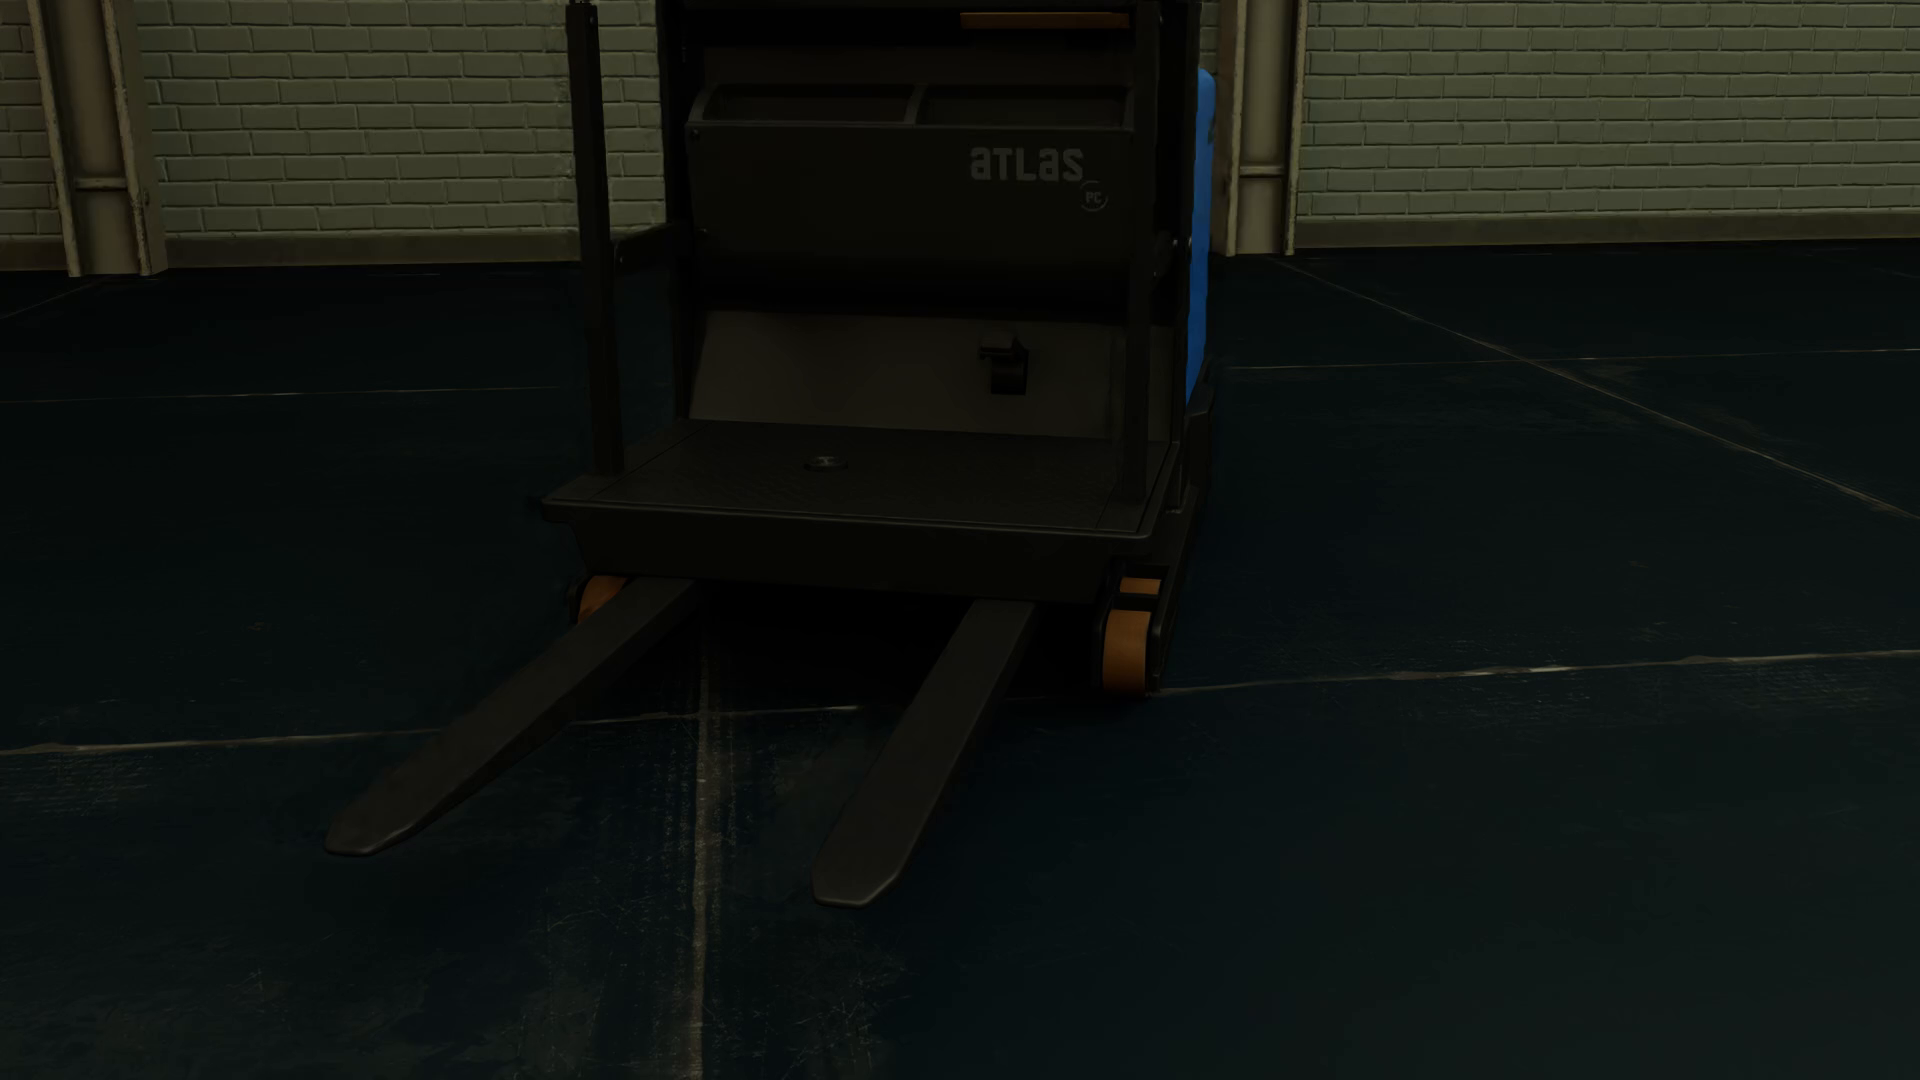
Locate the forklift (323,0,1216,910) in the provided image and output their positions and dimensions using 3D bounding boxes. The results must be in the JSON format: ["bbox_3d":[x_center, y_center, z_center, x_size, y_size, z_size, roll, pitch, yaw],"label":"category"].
[{"bbox_3d":[-0.124,-1.231,2.971,1.130,2.935,3.031,3,17,11],"label":"forklift"}]
